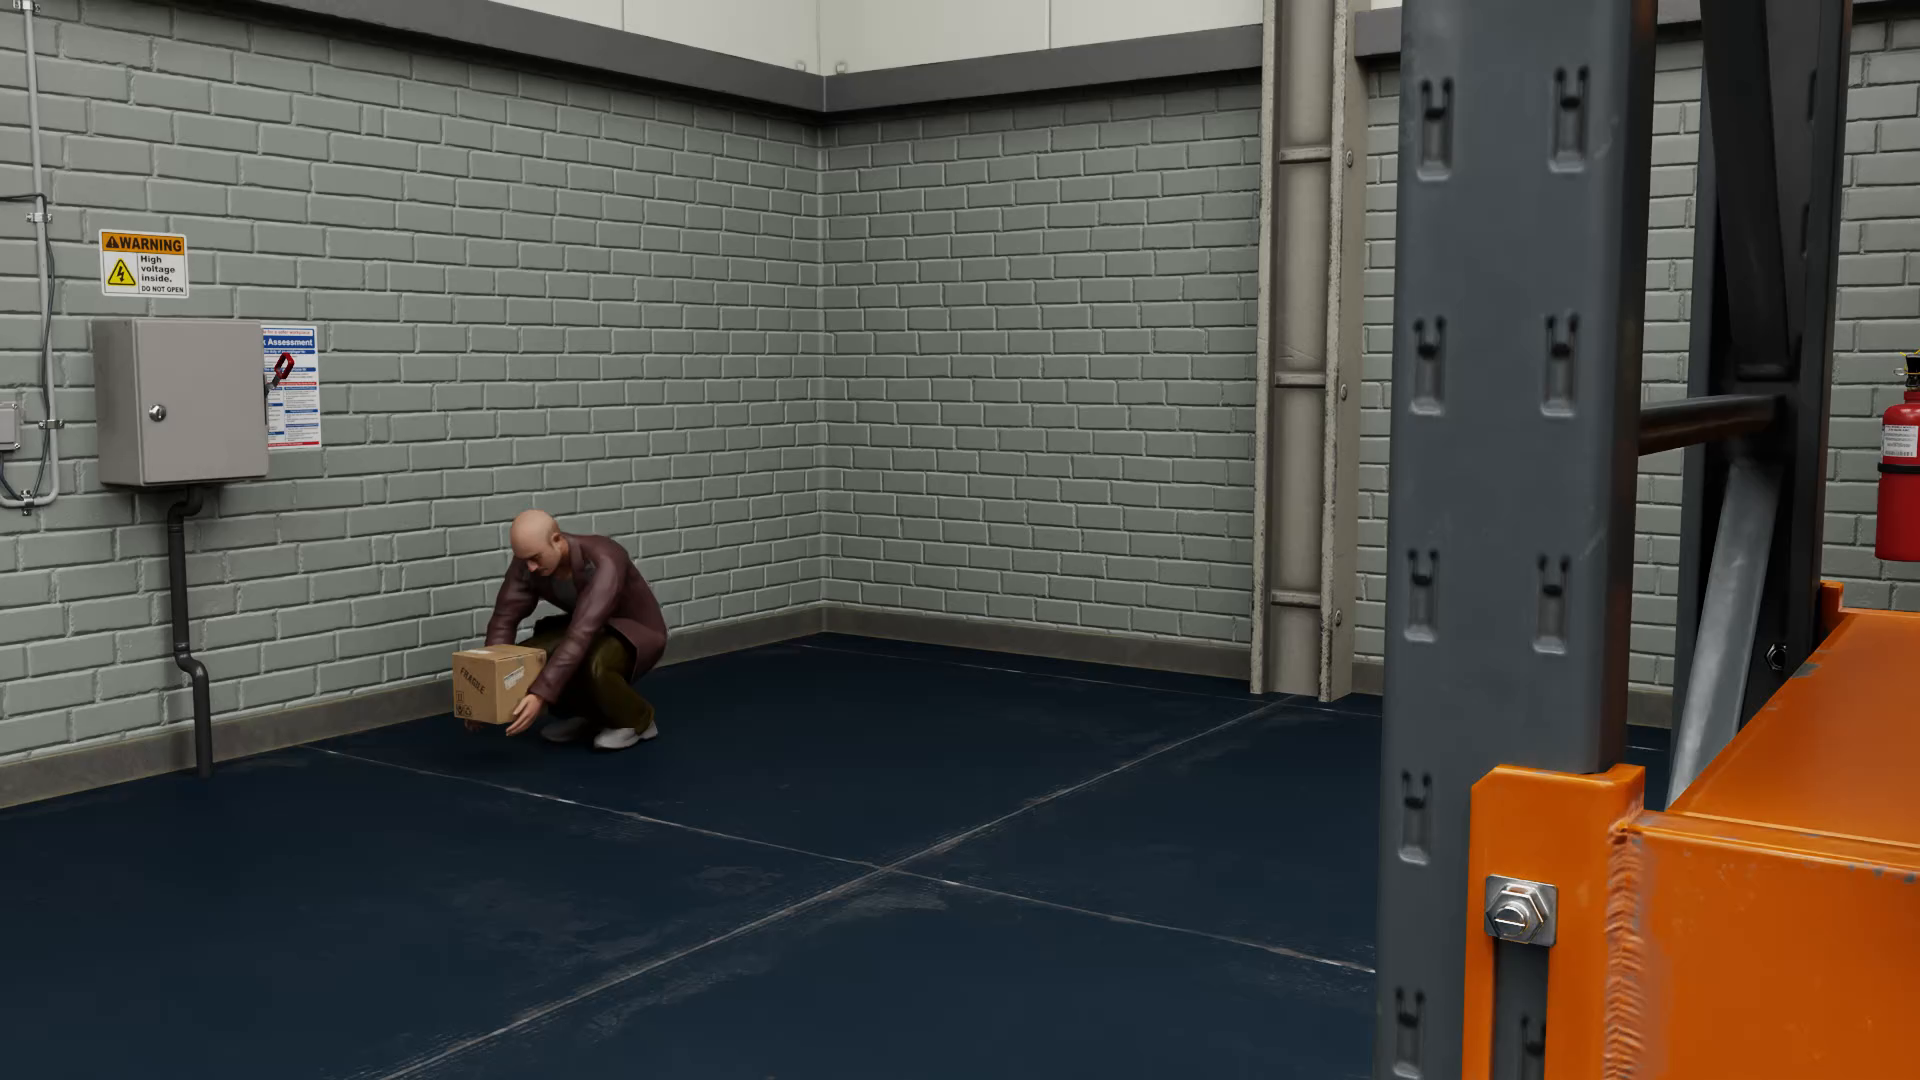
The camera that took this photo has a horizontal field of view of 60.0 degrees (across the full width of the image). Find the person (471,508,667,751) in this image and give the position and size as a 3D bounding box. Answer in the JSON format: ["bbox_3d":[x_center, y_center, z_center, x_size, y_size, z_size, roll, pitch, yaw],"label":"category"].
[{"bbox_3d":[-1.573,0.351,6.670,0.578,0.999,0.925,4,7,32],"label":"person"}]
